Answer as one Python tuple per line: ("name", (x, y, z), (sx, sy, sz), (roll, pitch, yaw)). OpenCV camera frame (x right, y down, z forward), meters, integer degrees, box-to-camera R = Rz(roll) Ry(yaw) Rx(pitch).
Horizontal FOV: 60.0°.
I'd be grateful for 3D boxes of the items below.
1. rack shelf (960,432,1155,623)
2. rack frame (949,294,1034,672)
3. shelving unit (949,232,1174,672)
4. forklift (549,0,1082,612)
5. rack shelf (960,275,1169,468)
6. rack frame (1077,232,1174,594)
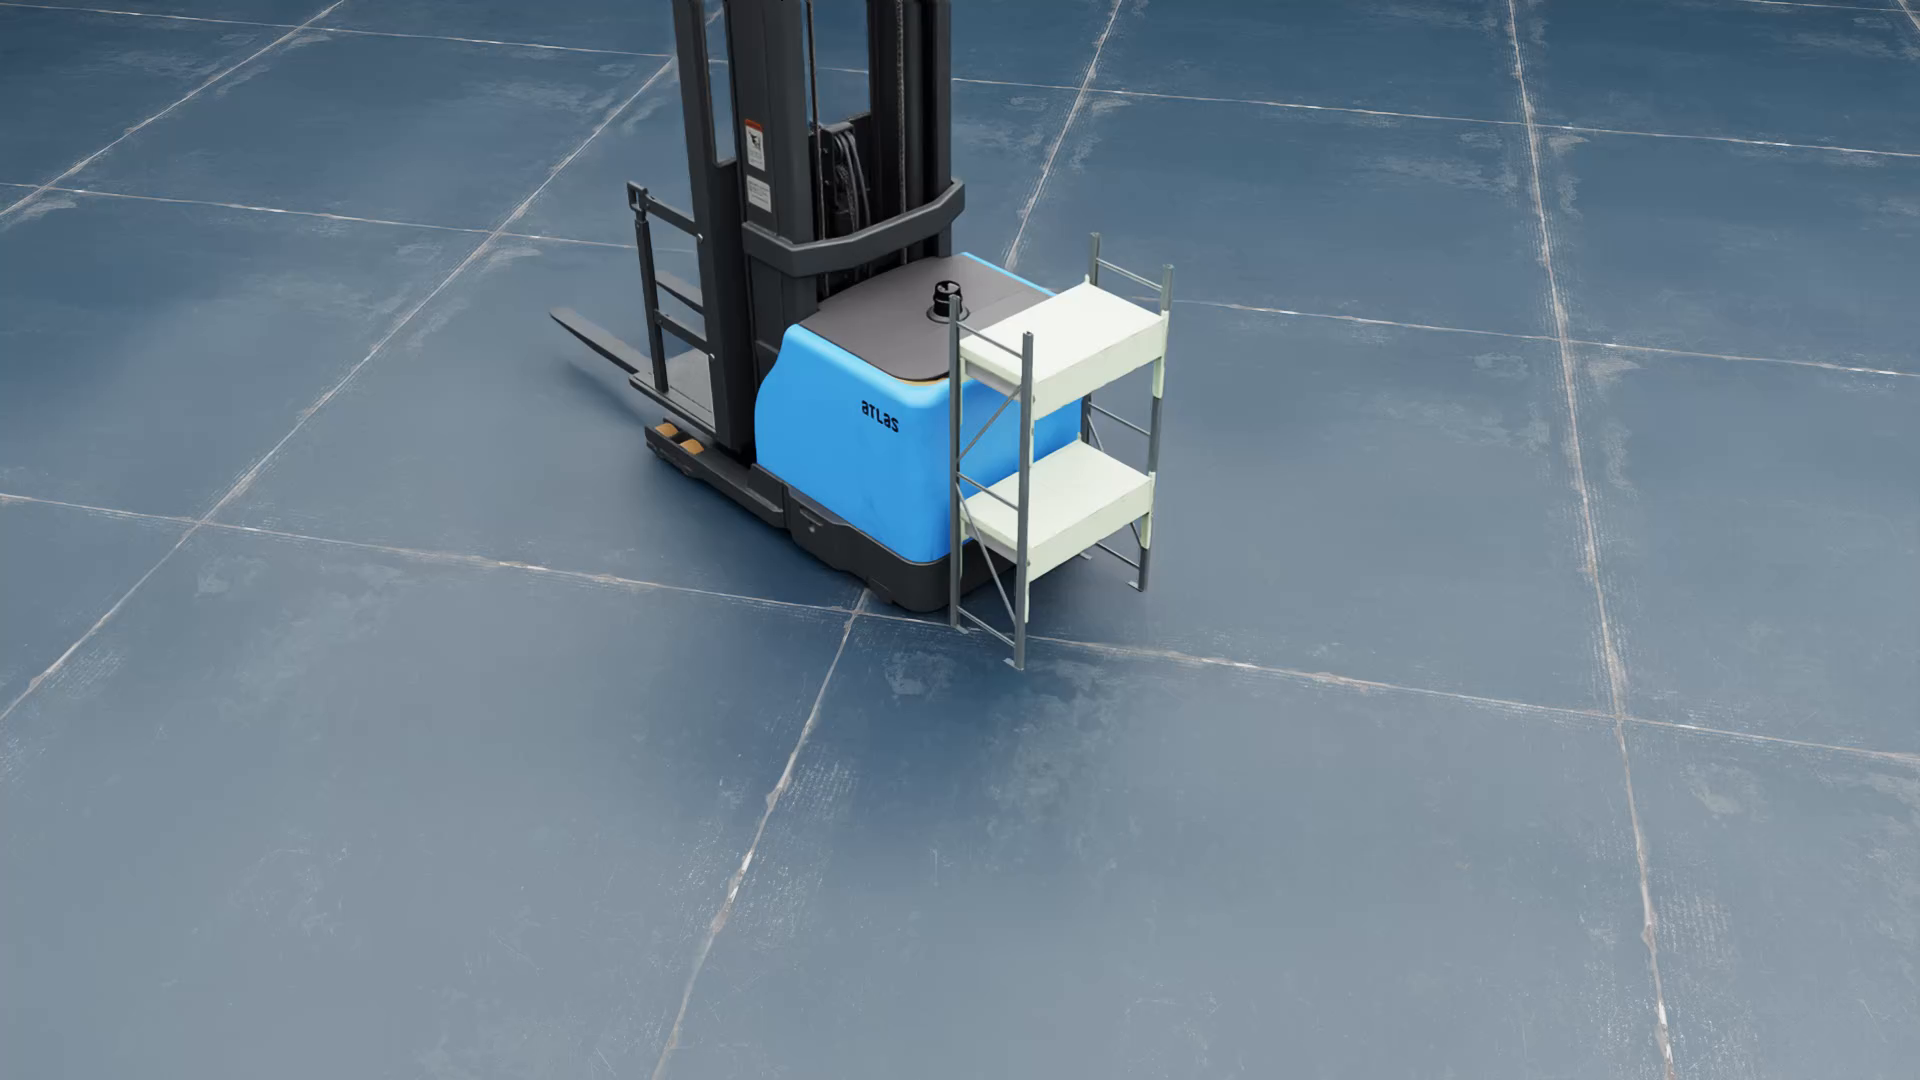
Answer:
("rack shelf", (0.372, -0.061, 6.611), (0.720, 0.370, 0.431), (-29, 45, -34))
("rack frame", (0.106, -0.177, 6.216), (0.023, 1.500, 0.400), (-29, 45, -34))
("shelving unit", (0.372, -0.324, 6.420), (0.755, 1.500, 0.431), (-29, 45, -34))
("forklift", (-0.816, -1.667, 7.052), (1.130, 2.935, 3.031), (-29, 45, -34))
("rack shelf", (0.372, -0.640, 6.191), (0.720, 0.370, 0.431), (-29, 45, -34))
("rack frame", (0.637, -0.472, 6.624), (0.023, 1.500, 0.400), (-29, 45, -34))
